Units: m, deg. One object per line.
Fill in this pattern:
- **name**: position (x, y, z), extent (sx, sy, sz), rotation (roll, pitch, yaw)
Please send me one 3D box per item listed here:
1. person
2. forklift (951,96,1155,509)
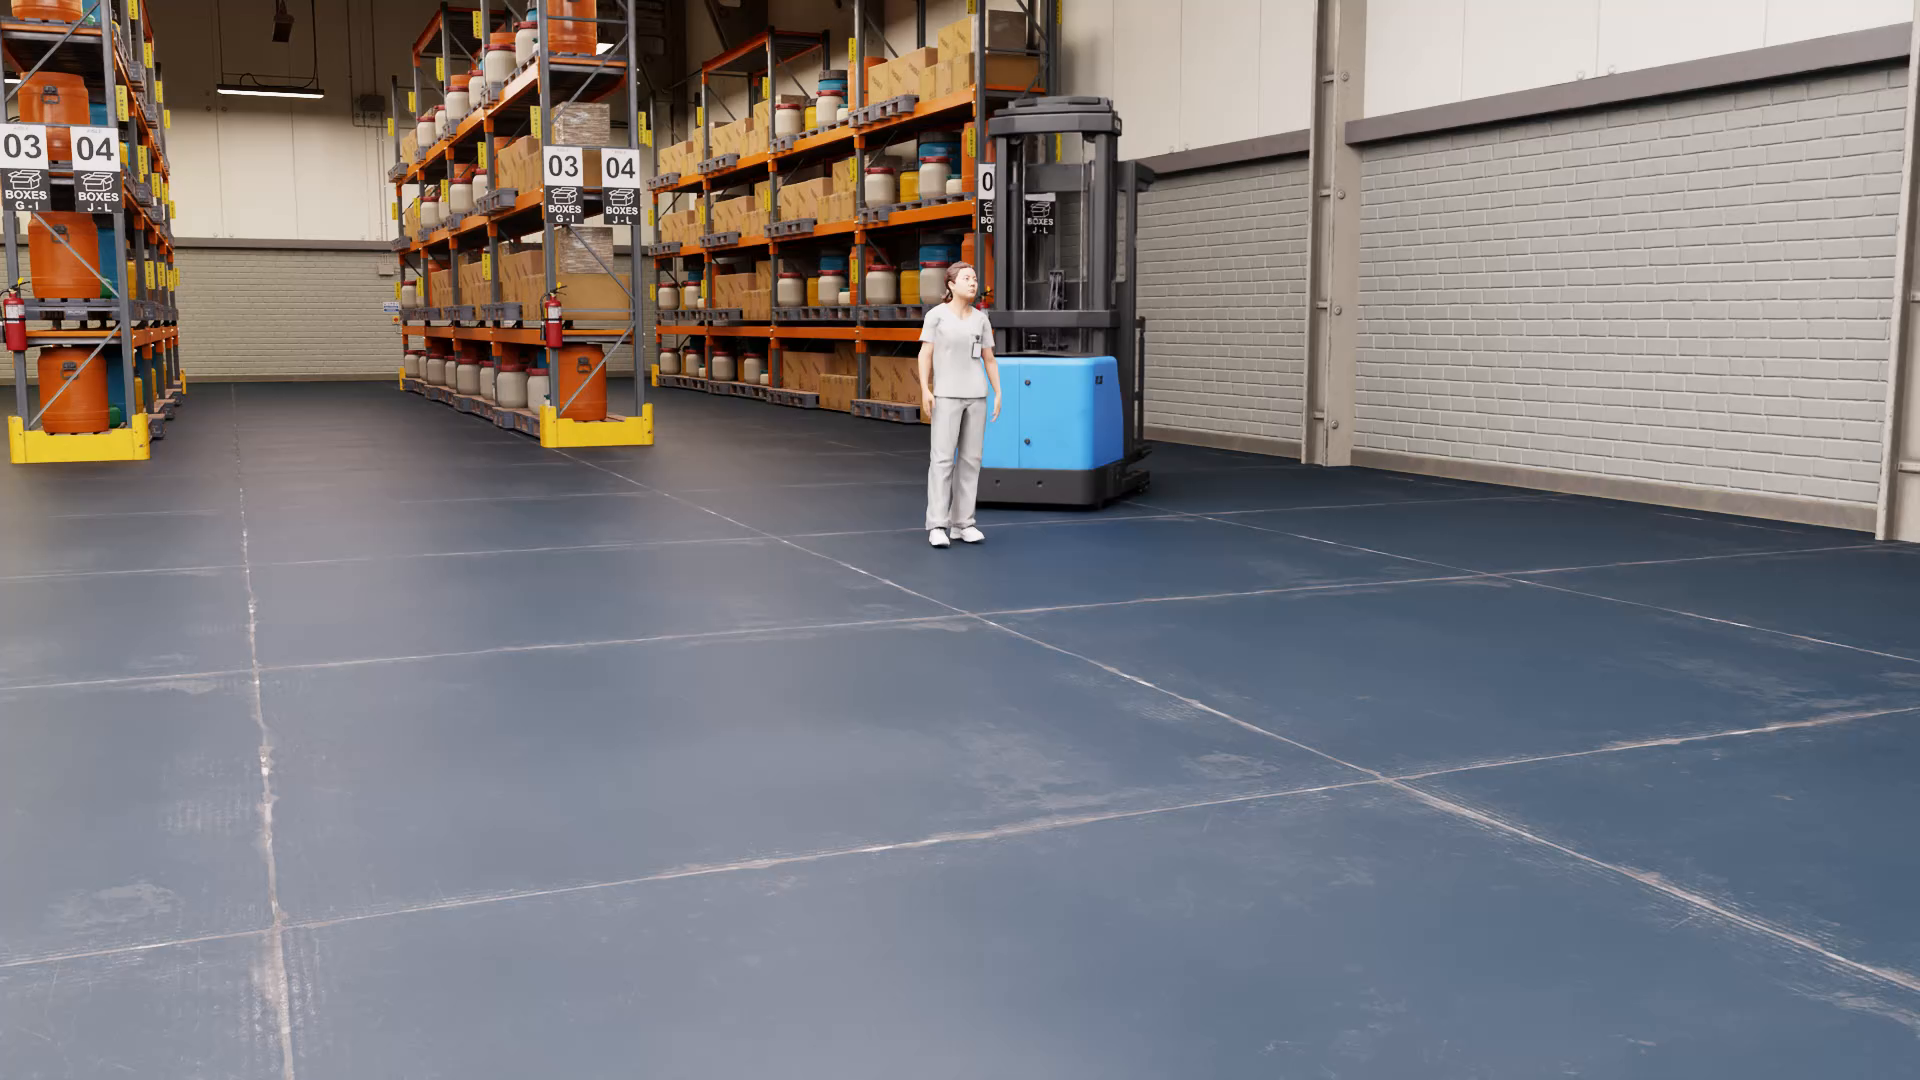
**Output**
- **person**: position (0.017, -0.828, 9.971), extent (0.550, 1.675, 0.549), rotation (-3, 8, -23)
- **forklift**: position (0.867, -1.830, 12.821), extent (1.130, 2.935, 3.031), rotation (2, 8, 17)
